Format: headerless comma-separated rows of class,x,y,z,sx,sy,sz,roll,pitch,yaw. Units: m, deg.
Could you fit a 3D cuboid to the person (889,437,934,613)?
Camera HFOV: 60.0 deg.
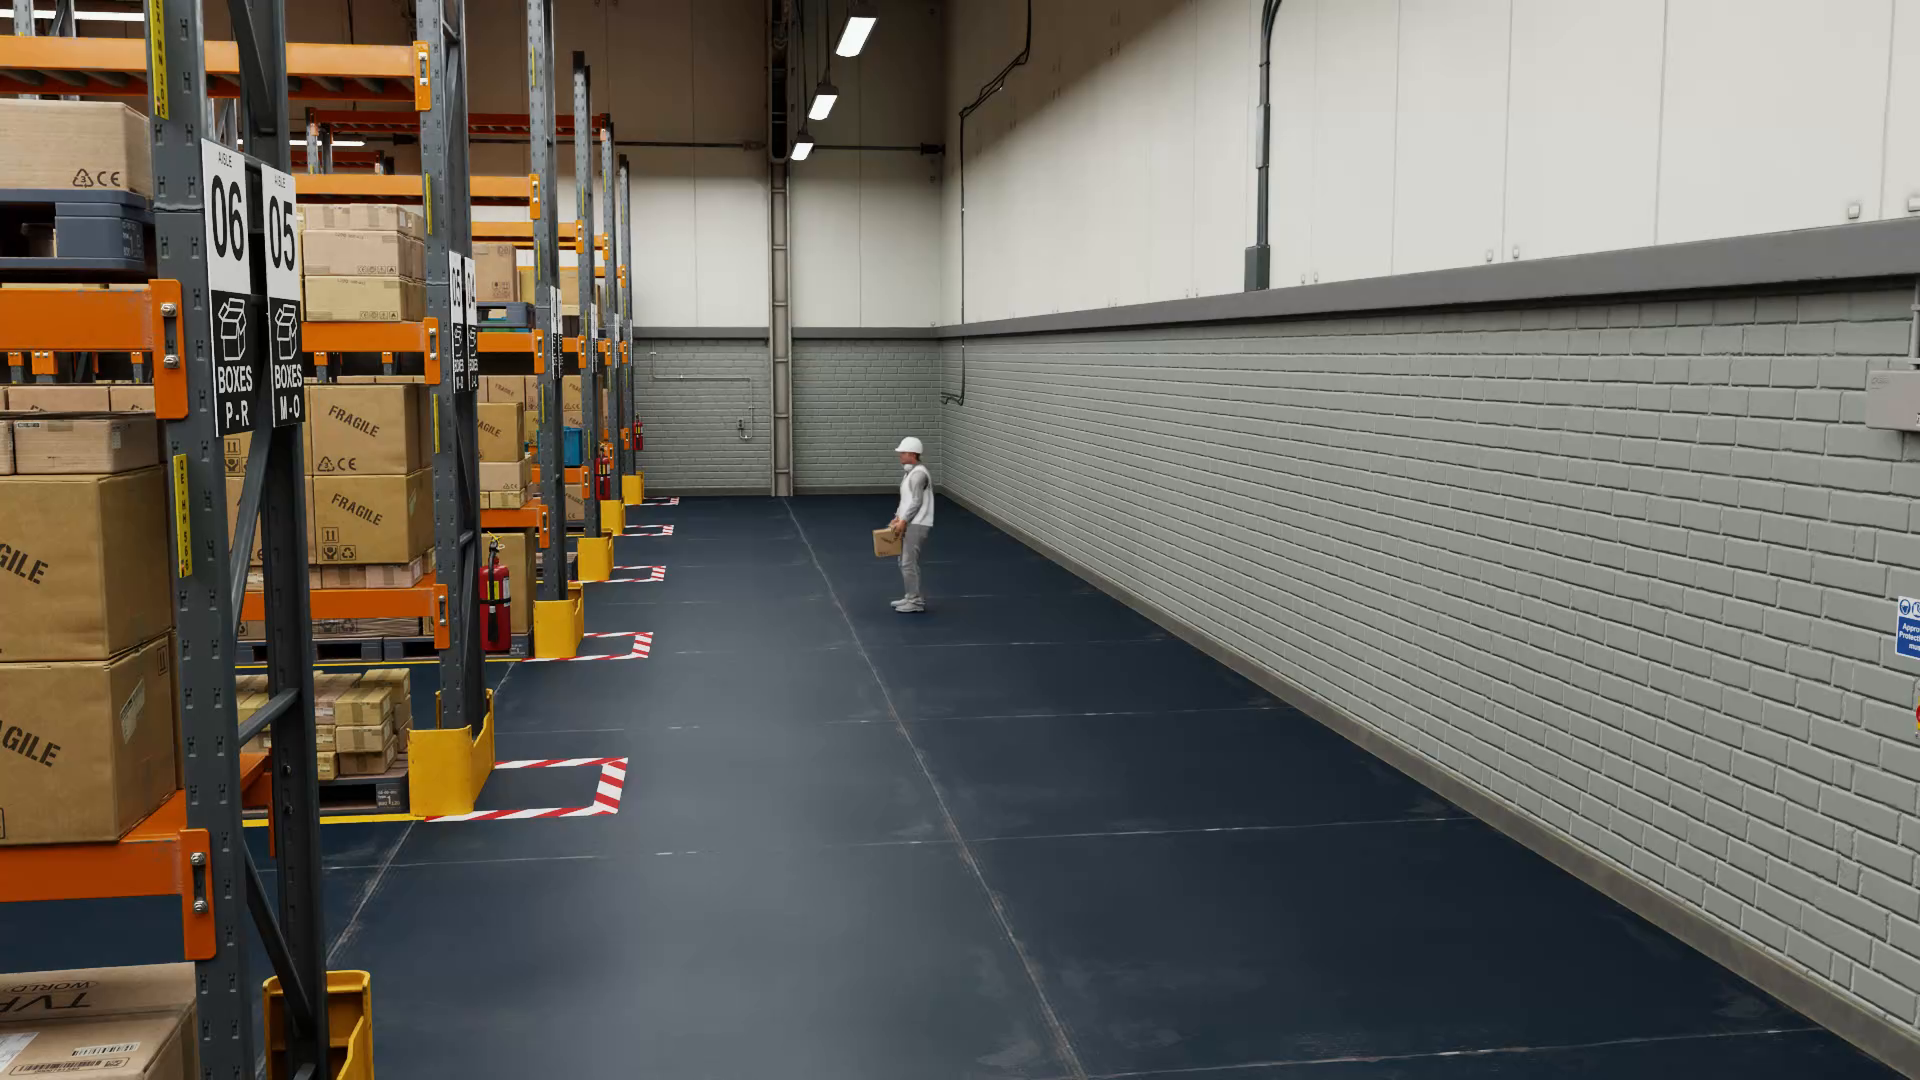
person,-0.490,-0.164,17.016,0.444,1.779,0.551,-1,7,-10
